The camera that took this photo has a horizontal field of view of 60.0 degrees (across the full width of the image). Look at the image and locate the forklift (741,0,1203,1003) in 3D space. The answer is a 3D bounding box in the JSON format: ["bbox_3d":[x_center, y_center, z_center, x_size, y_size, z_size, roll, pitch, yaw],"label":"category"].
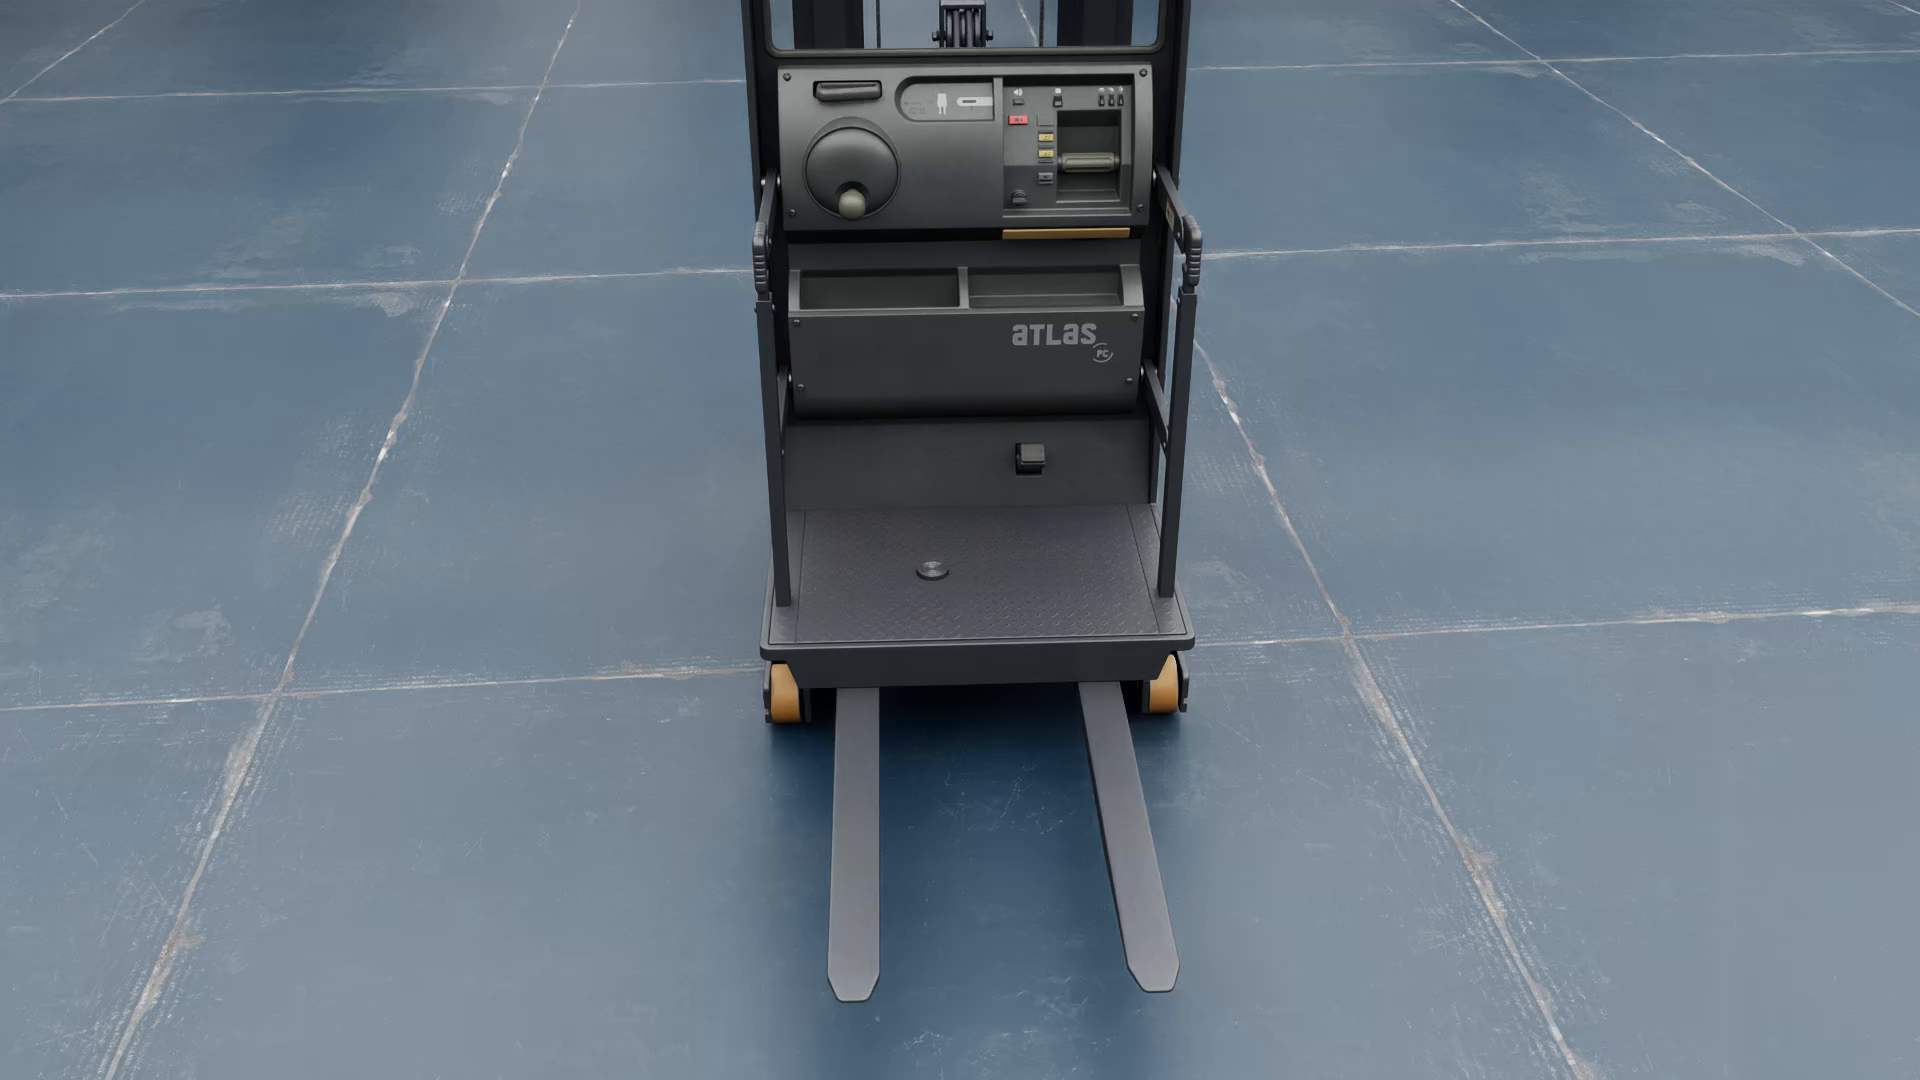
[{"bbox_3d":[0.027,-0.938,3.962,1.130,2.935,3.031,-1,31,-2],"label":"forklift"}]
